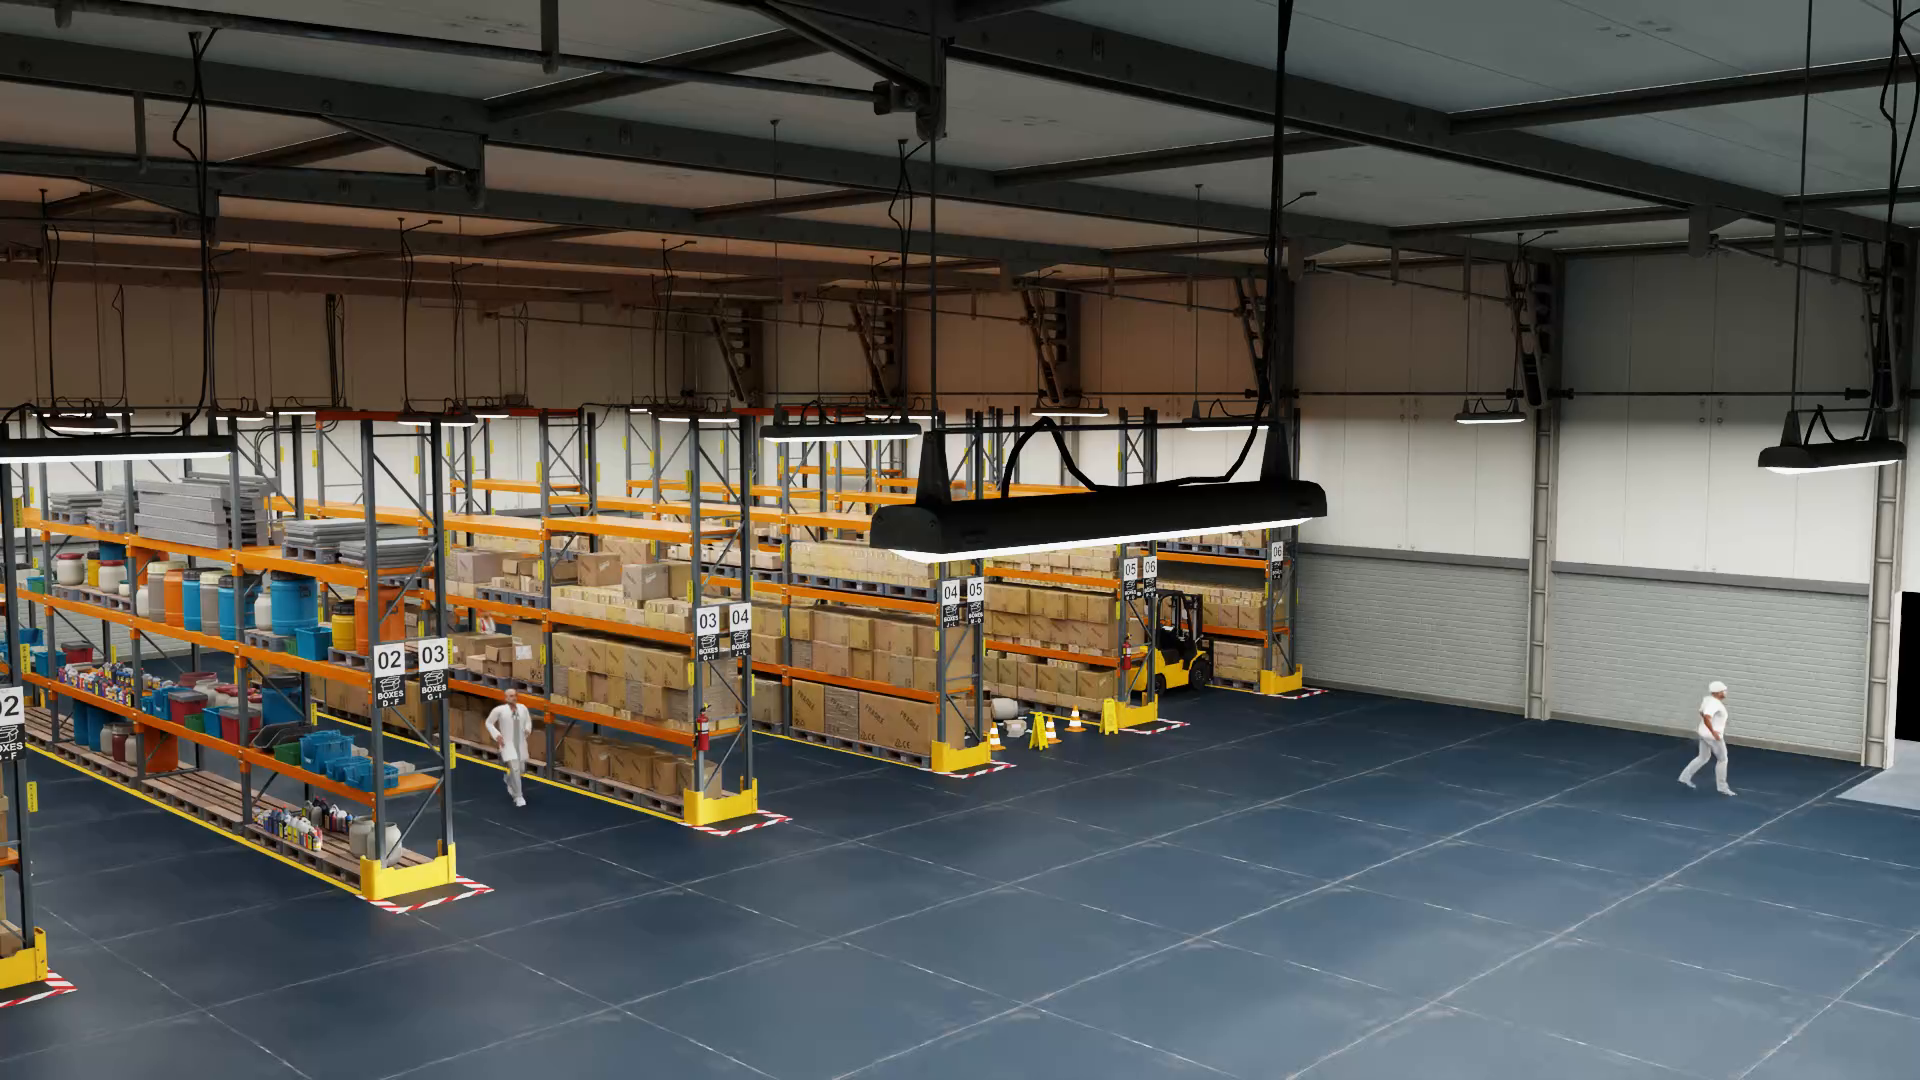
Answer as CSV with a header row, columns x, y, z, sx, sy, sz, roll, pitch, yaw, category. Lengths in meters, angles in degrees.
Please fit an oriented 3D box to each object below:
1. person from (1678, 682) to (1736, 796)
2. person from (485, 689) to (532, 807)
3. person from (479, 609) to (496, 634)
x,y,z,sx,sy,sz,roll,pitch,yaw,category
11.803,3.119,26.242,0.854,1.799,0.691,0,5,1,person
-6.943,3.175,25.705,0.716,1.773,0.858,-4,7,-41,person
-10.062,2.284,35.370,0.639,1.819,0.828,-5,7,-44,person
